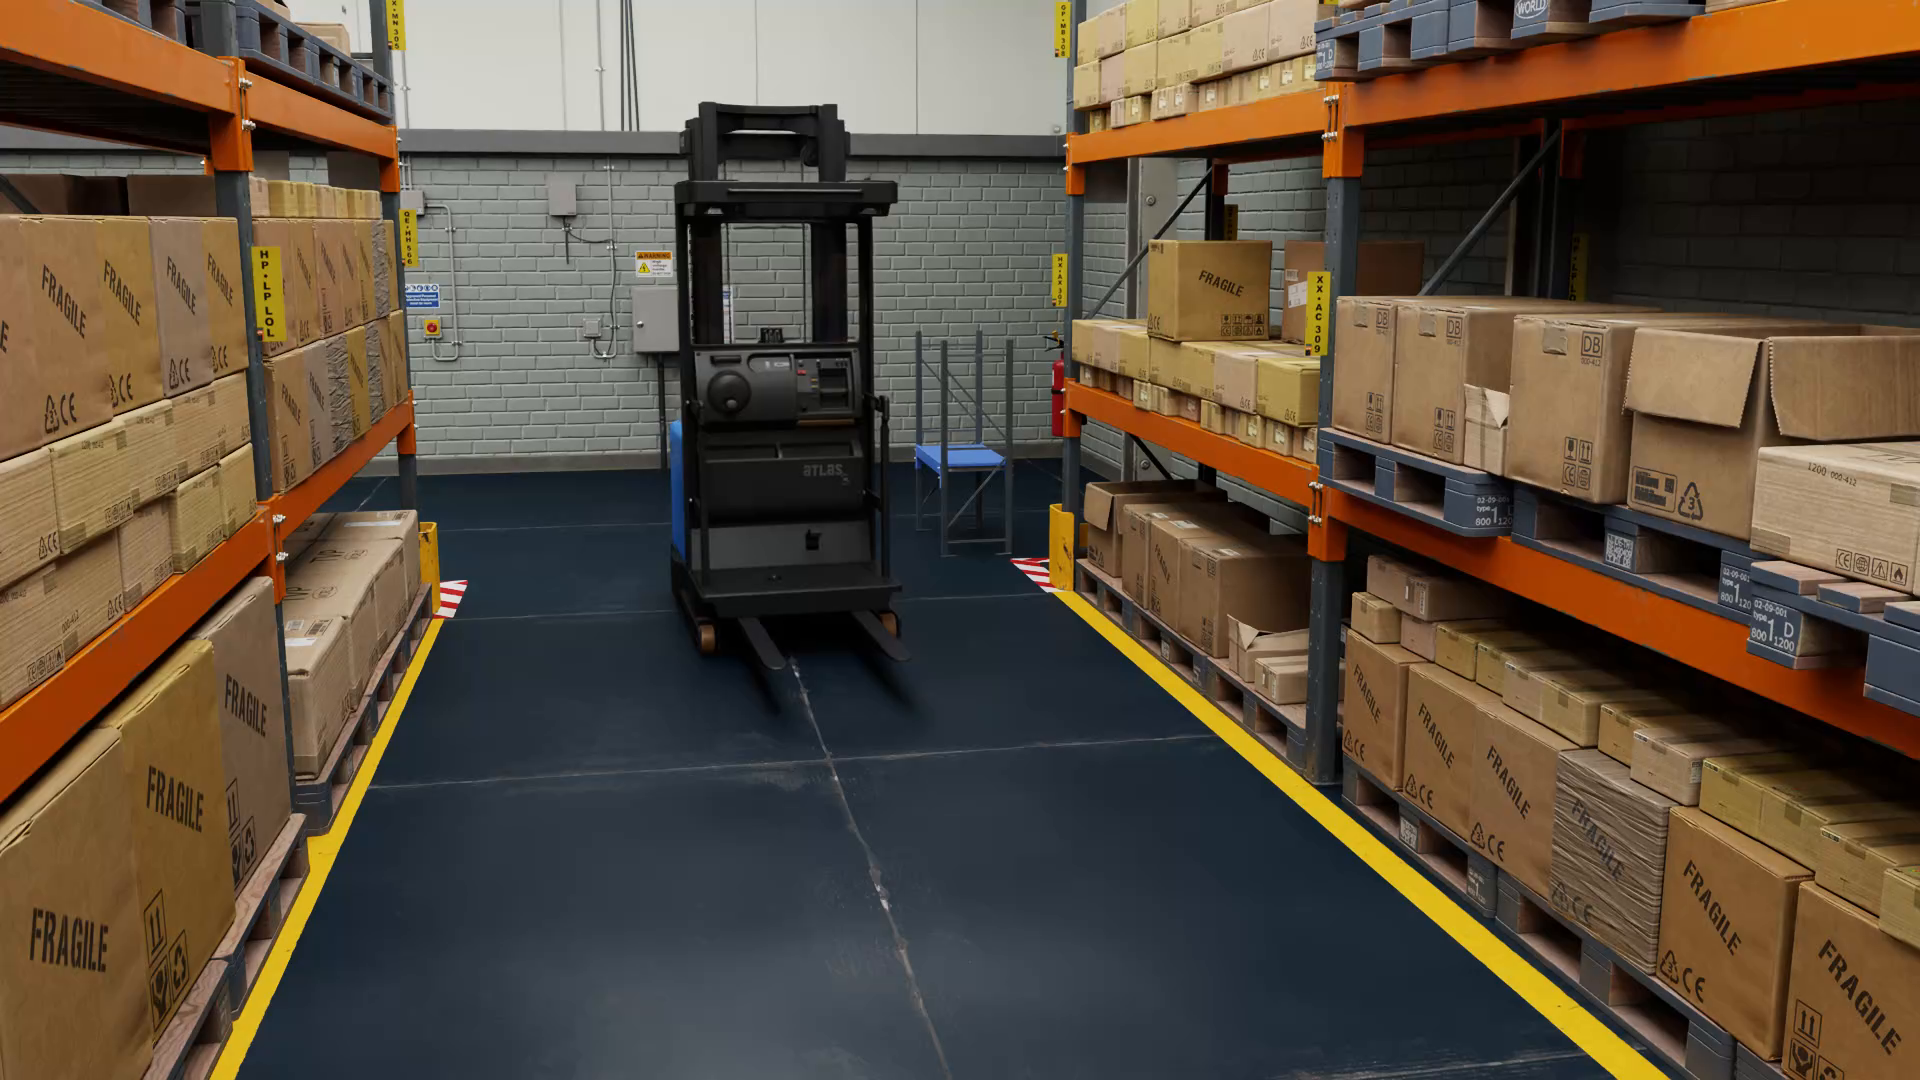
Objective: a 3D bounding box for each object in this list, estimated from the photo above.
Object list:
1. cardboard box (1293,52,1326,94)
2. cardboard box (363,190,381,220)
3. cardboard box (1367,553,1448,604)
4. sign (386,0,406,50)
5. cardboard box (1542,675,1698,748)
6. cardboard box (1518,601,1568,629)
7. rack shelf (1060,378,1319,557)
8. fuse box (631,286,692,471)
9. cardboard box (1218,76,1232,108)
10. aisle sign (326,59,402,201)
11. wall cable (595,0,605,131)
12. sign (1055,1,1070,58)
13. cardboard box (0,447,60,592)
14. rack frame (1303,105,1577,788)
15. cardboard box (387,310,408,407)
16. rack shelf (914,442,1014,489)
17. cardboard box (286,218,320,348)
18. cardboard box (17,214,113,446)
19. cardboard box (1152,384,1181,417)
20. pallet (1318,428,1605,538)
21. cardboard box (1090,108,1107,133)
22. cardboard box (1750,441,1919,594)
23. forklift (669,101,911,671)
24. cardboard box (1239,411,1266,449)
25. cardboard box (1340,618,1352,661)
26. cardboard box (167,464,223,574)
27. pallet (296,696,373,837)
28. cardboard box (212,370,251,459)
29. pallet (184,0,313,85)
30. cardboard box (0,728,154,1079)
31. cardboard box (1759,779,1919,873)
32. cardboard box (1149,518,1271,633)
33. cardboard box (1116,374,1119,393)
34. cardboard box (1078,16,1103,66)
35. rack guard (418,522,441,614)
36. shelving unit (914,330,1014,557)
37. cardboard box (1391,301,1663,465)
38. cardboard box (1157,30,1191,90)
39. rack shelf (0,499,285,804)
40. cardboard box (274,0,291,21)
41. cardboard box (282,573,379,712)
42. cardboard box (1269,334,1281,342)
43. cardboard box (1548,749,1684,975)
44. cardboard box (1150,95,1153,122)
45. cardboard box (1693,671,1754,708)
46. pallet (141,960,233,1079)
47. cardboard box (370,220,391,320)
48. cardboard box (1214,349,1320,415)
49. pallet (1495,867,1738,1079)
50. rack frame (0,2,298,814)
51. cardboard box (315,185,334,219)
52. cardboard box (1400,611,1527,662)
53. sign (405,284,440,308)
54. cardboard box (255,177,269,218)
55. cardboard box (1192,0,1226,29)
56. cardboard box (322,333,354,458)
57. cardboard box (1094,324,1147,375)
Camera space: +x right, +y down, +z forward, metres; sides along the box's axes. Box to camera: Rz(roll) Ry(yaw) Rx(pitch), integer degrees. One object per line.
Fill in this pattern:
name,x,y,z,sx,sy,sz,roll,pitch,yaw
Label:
cardboard box,1.576,-1.888,6.744,0.380,0.149,0.250,-2,11,-11
cardboard box,-3.238,-1.746,8.669,0.380,0.149,0.250,-2,11,-12
cardboard box,1.804,0.147,6.432,0.380,0.149,0.250,-2,11,-12
sign,-3.175,-2.922,9.348,0.100,0.325,0.005,-2,11,-11
cardboard box,2.060,0.533,5.202,0.380,0.149,0.250,-2,11,-9
cardboard box,2.347,0.325,6.292,0.380,0.149,0.250,-2,11,-11
rack shelf,1.547,-0.496,8.705,1.077,0.370,4.000,-2,11,-11
fuse box,-2.741,-1.485,15.423,0.539,1.711,0.414,-2,11,-11
cardboard box,1.422,-2.078,7.741,0.380,0.149,0.250,-2,11,-9
aisle sign,-3.420,-2.337,9.499,0.394,0.787,0.004,-2,11,-11
wall cable,-4.354,-5.042,14.621,2.355,3.000,0.029,-2,11,-11
sign,0.626,-3.100,10.099,0.100,0.325,0.005,-2,11,-11
cardboard box,-2.195,-0.028,3.388,0.500,0.250,0.500,-2,11,-11
rack frame,1.936,-0.483,6.711,1.000,3.000,0.127,-2,11,-11
cardboard box,-3.357,-1.005,9.190,0.500,0.500,0.500,-2,11,-11
rack shelf,0.017,-0.544,12.008,0.538,0.185,1.000,-2,11,-11
cardboard box,-2.879,-1.031,6.649,0.500,0.500,0.500,-2,11,-12
cardboard box,-2.296,-0.486,3.788,0.500,0.500,0.500,-2,11,-10
cardboard box,1.226,-0.737,8.719,0.380,0.149,0.250,-2,11,-10
pallet,1.984,-0.238,5.938,1.003,0.211,1.213,-2,11,-11
cardboard box,0.992,-2.500,9.957,0.380,0.149,0.250,-2,11,-10
cardboard box,2.191,-0.064,3.786,0.500,0.250,0.500,-3,11,-14
forklift,-0.957,-0.903,9.102,1.130,2.935,3.031,-3,11,-15
cardboard box,1.480,-0.502,7.486,0.380,0.149,0.250,-2,11,-10
cardboard box,2.039,0.502,7.605,0.500,0.311,0.500,-2,11,-9
cardboard box,-2.500,-0.061,4.898,0.500,0.250,0.500,-2,11,-12
pallet,-3.003,0.926,6.767,1.003,0.211,1.213,-2,11,-11
cardboard box,-2.608,-0.401,5.348,0.500,0.250,0.500,-2,11,-11
pallet,-3.081,-1.882,6.277,1.003,0.211,1.213,-2,11,-11
cardboard box,-2.376,0.976,3.605,0.875,0.875,0.875,-2,11,-10
cardboard box,2.271,0.724,4.200,0.380,0.149,0.250,-2,11,-9
cardboard box,1.317,0.180,8.792,0.500,0.500,0.500,-2,11,-10
cardboard box,1.133,-0.931,9.737,0.380,0.149,0.250,-2,11,-12
cardboard box,0.998,-2.917,9.748,0.500,0.250,0.500,-2,11,-12
rack guard,-3.715,0.188,9.870,1.175,0.500,0.348,-2,11,-11
shelving unit,0.017,-0.721,11.974,0.538,1.500,1.048,-2,11,-11
cardboard box,1.911,-0.546,5.654,0.700,0.500,0.500,-2,11,-10
cardboard box,1.306,-2.390,8.316,0.500,0.250,0.500,-2,11,-12
rack shelf,-2.543,0.419,3.899,1.077,0.370,4.000,-2,11,-11
cardboard box,-3.468,-2.444,7.840,0.500,0.311,0.500,-2,11,-10
cardboard box,-3.124,0.468,7.447,0.875,0.438,0.875,-2,11,-13
cardboard box,1.800,-0.933,8.680,0.500,0.250,0.500,-2,11,-11
cardboard box,2.110,0.920,4.902,0.500,0.500,0.500,-3,11,-13
cardboard box,1.216,-2.264,8.721,0.380,0.149,0.250,-2,11,-12
cardboard box,2.584,0.513,5.306,0.380,0.149,0.250,-2,11,-10
pallet,-2.467,1.431,4.112,1.003,0.211,1.213,-2,11,-11
cardboard box,-3.252,-1.401,8.593,0.500,0.500,0.500,-2,11,-11
cardboard box,1.486,-0.731,7.621,0.500,0.250,0.500,-2,11,-11
pallet,2.372,1.259,5.017,1.003,0.211,1.213,-2,11,-11
rack frame,-2.932,-0.302,5.759,1.000,3.000,0.127,-2,11,-11
cardboard box,-3.017,-1.508,7.420,0.380,0.149,0.250,-2,11,-11
cardboard box,1.875,0.344,6.196,0.380,0.149,0.250,-2,11,-13
sign,-4.889,-2.211,15.067,0.327,0.218,0.001,-2,11,-11
cardboard box,-2.805,-1.274,6.193,0.380,0.149,0.250,-2,11,-10
cardboard box,1.404,-2.544,7.787,0.500,0.250,0.500,-2,11,-10
cardboard box,-2.951,-0.630,7.218,0.500,0.500,0.500,-2,11,-11
cardboard box,1.080,-1.103,9.577,0.500,0.250,0.500,-2,11,-10
